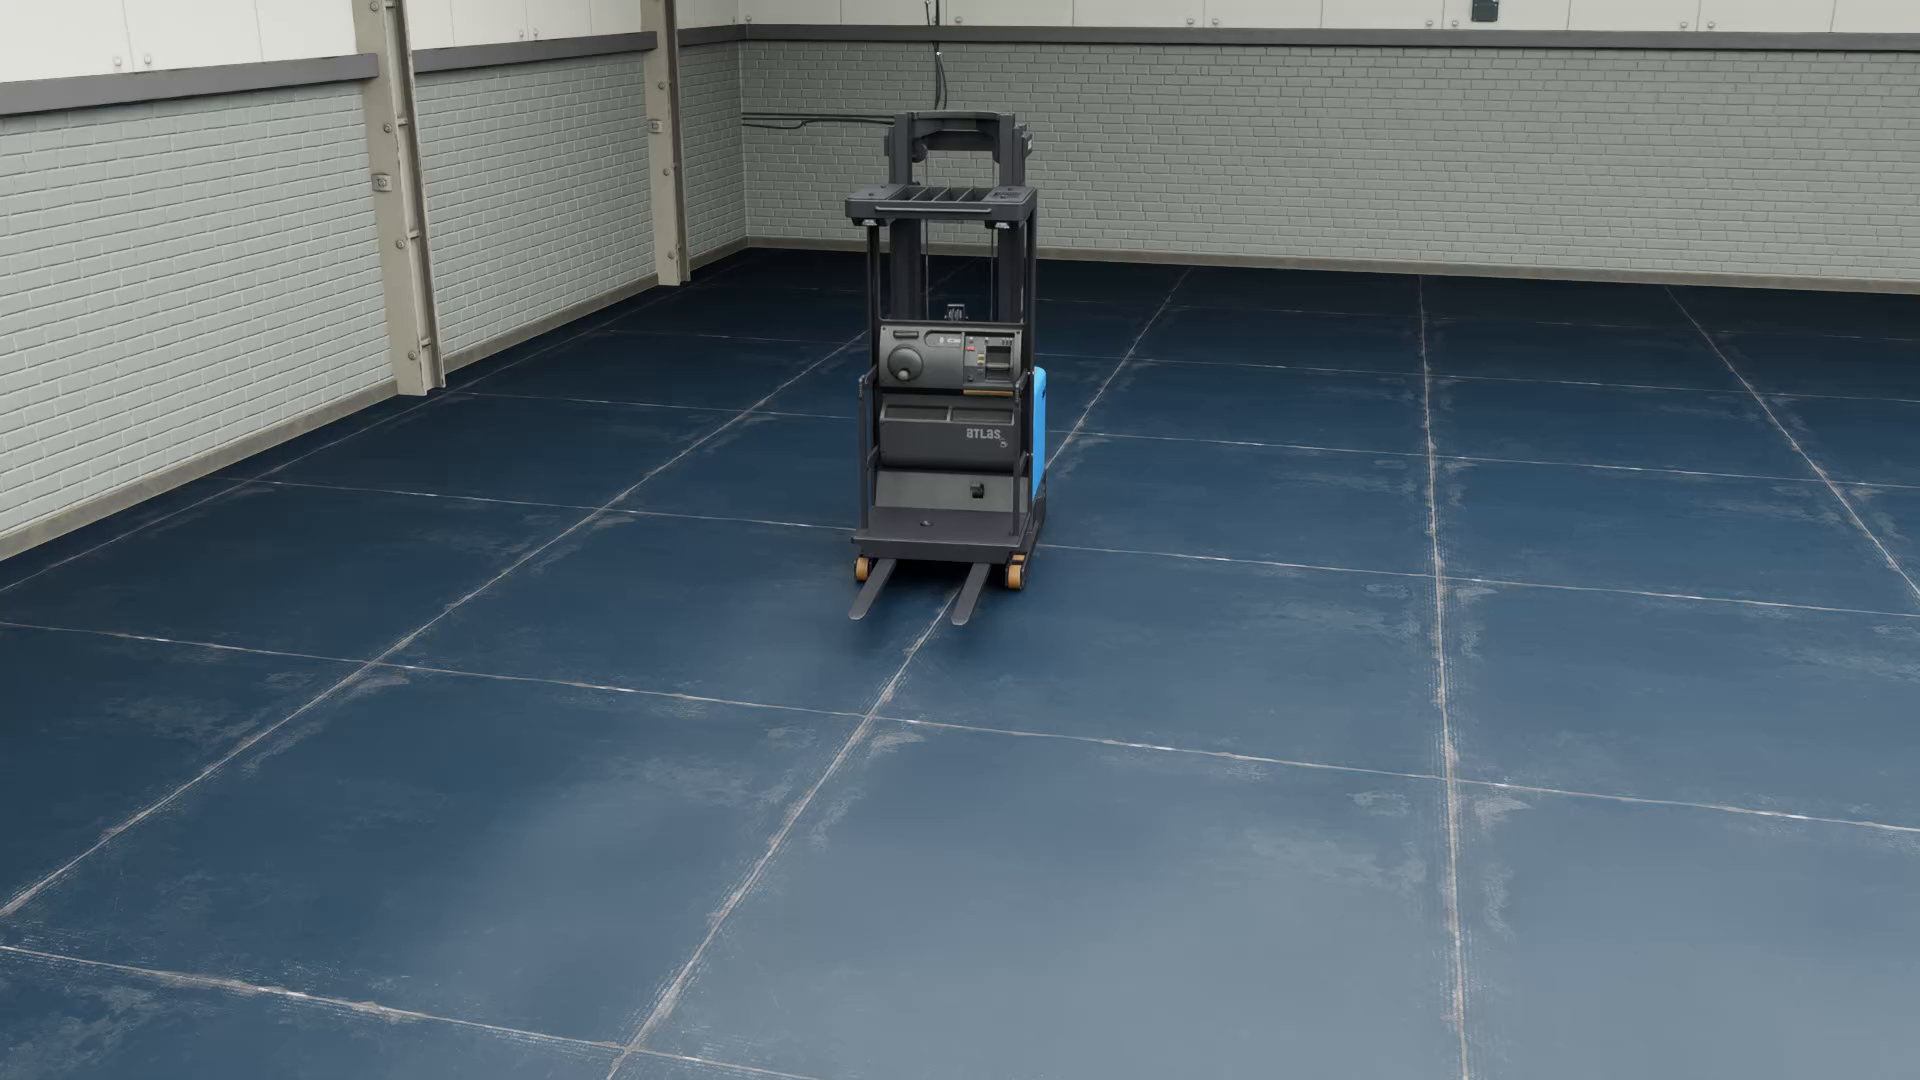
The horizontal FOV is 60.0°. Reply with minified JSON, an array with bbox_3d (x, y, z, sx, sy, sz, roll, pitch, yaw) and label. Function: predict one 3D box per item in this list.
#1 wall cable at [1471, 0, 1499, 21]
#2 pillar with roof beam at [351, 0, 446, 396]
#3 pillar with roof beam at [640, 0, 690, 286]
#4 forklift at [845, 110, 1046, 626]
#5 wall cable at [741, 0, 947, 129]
[{"bbox_3d":[7.519,-9.245,19.572,2.305,6.003,0.169,5,19,13],"label":"wall cable"},{"bbox_3d":[-0.977,-5.351,13.433,9.100,9.000,0.400,5,19,13],"label":"pillar with roof beam"},{"bbox_3d":[0.489,-7.232,18.938,9.100,9.000,0.400,5,19,13],"label":"pillar with roof beam"},{"bbox_3d":[-0.092,-1.187,10.627,1.130,2.935,3.031,3,19,8],"label":"forklift"},{"bbox_3d":[-1.683,-6.921,22.833,3.097,2.526,0.112,5,19,13],"label":"wall cable"}]
